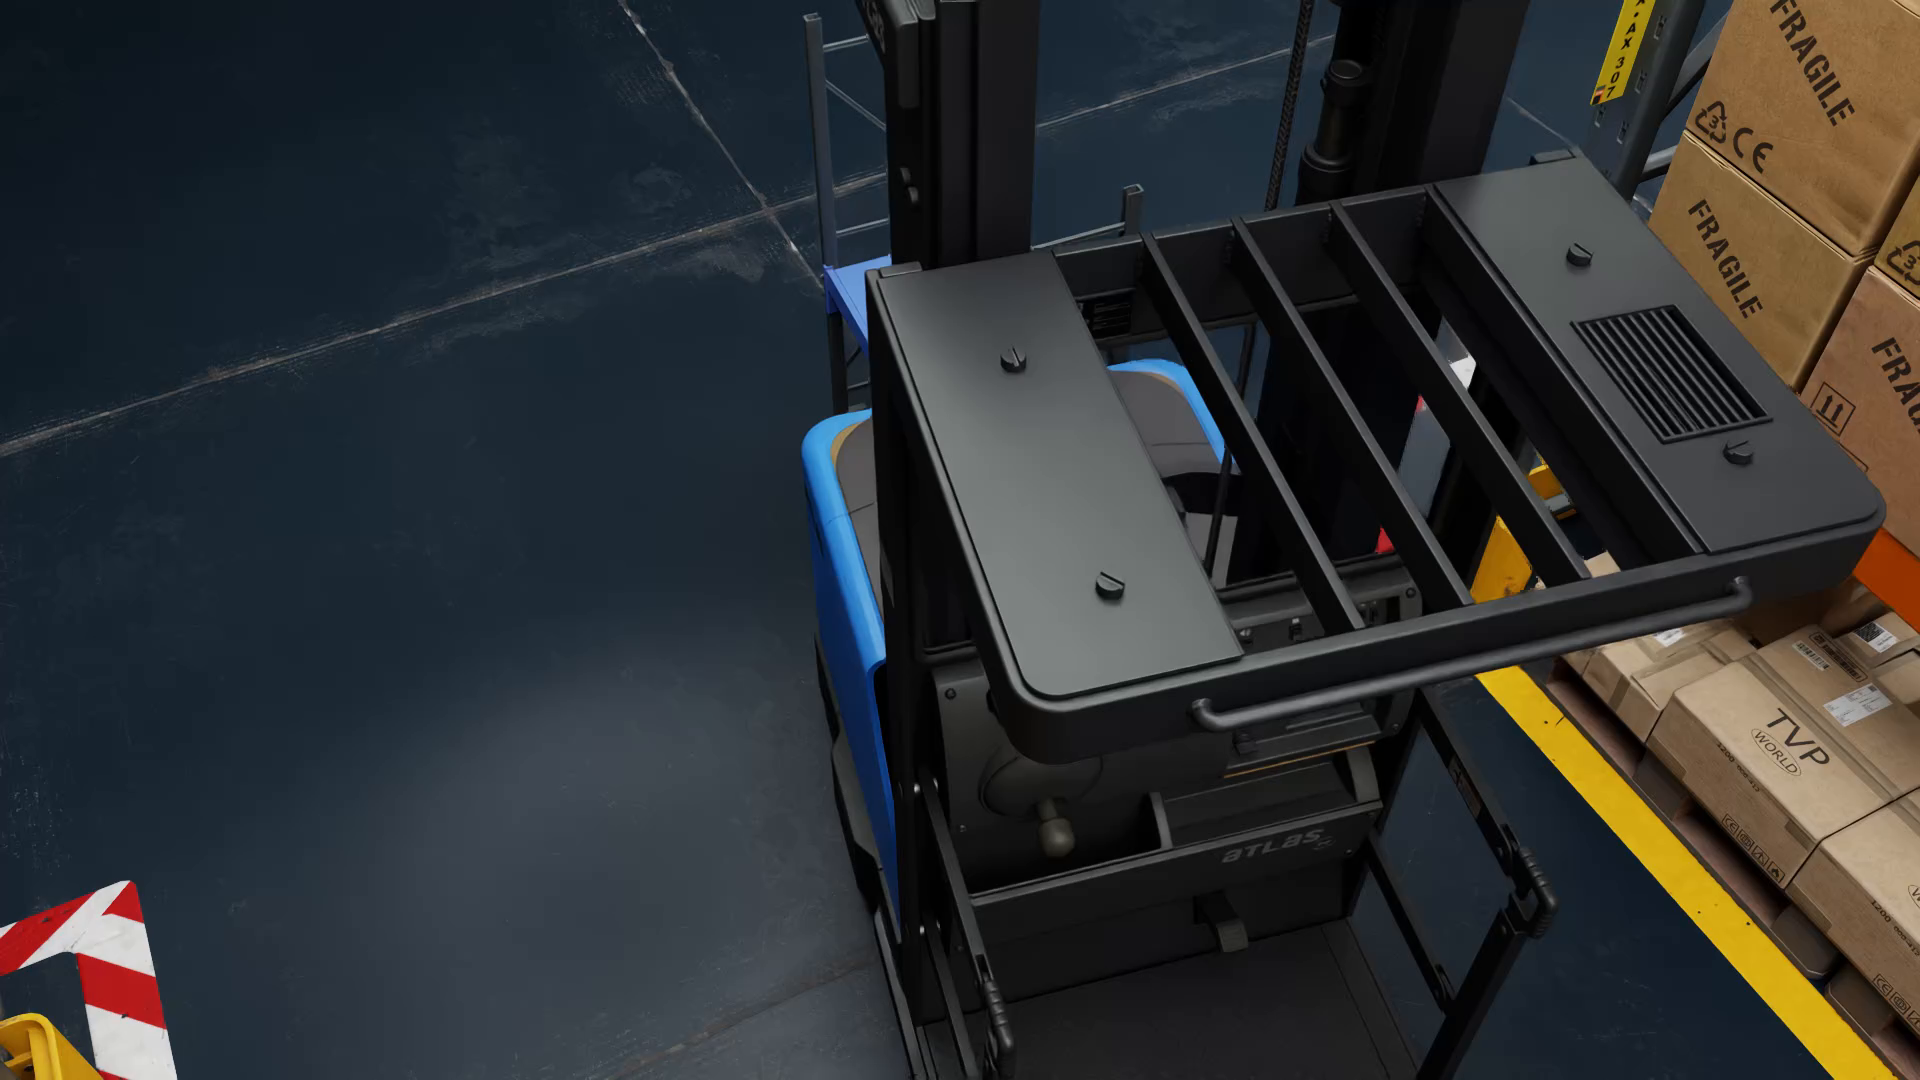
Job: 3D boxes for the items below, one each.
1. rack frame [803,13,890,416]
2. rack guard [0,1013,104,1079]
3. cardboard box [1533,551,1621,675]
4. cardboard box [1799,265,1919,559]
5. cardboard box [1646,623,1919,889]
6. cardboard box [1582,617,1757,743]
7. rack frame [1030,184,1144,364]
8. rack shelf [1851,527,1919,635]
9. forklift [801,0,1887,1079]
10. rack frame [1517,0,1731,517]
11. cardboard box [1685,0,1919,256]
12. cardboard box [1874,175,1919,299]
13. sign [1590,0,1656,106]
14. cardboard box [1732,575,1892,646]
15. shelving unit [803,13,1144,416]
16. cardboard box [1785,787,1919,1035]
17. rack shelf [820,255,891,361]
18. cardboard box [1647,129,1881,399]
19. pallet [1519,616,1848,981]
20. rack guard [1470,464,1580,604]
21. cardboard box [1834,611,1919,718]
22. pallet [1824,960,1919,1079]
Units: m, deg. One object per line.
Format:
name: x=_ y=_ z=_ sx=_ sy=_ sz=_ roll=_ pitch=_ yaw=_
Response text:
rack frame: x=-0.190 y=-0.986 z=5.116 sx=0.500 sy=1.500 sz=0.032 roll=-18 pitch=51 yaw=-15
rack guard: x=-2.464 y=1.509 z=3.598 sx=1.175 sy=0.500 sz=0.348 roll=-21 pitch=52 yaw=-18
cardboard box: x=1.836 y=0.185 z=4.697 sx=0.380 sy=0.149 sz=0.250 roll=-21 pitch=52 yaw=-18
cardboard box: x=2.160 y=-0.309 z=3.461 sx=0.500 sy=0.500 sz=0.500 roll=-22 pitch=52 yaw=-18
cardboard box: x=2.176 y=0.550 z=4.311 sx=0.500 sy=0.250 sz=0.500 roll=-21 pitch=52 yaw=-18
cardboard box: x=1.951 y=0.347 z=4.544 sx=0.380 sy=0.166 sz=0.250 roll=-21 pitch=52 yaw=-18
rack frame: x=0.207 y=-0.281 z=4.500 sx=0.500 sy=1.500 sz=0.032 roll=-18 pitch=51 yaw=-15
rack shelf: x=2.866 y=0.568 z=3.238 sx=1.077 sy=0.370 sz=4.000 roll=-21 pitch=52 yaw=-18
forklift: x=0.472 y=0.425 z=2.931 sx=1.130 sy=2.935 sz=3.031 roll=-12 pitch=50 yaw=-10
rack frame: x=1.950 y=-1.007 z=4.138 sx=1.000 sy=3.000 sz=0.127 roll=-21 pitch=52 yaw=-18
cardboard box: x=1.919 y=-0.981 z=3.385 sx=0.500 sy=0.500 sz=0.500 roll=-20 pitch=52 yaw=-16
cardboard box: x=2.165 y=-0.634 z=3.081 sx=0.500 sy=0.500 sz=0.500 roll=-21 pitch=52 yaw=-17
sign: x=1.468 y=-1.105 z=3.649 sx=0.100 sy=0.325 sz=0.005 roll=-21 pitch=52 yaw=-18
cardboard box: x=2.418 y=-0.050 z=4.669 sx=0.500 sy=0.500 sz=0.500 roll=-21 pitch=52 yaw=-18
shelving unit: x=0.009 y=-0.634 z=4.808 sx=0.538 sy=1.500 sz=1.048 roll=-18 pitch=51 yaw=-15
cardboard box: x=2.405 y=0.884 z=4.018 sx=0.500 sy=0.250 sz=0.500 roll=-21 pitch=52 yaw=-18
rack shelf: x=0.009 y=-0.515 z=4.943 sx=0.538 sy=0.185 sz=1.000 roll=-18 pitch=51 yaw=-15
cardboard box: x=1.919 y=-0.652 z=3.761 sx=0.500 sy=0.500 sz=0.500 roll=-20 pitch=52 yaw=-17
pallet: x=2.351 y=0.495 z=4.677 sx=1.003 sy=0.211 sz=1.213 roll=-21 pitch=52 yaw=-18
rack guard: x=1.985 y=-0.133 z=5.034 sx=1.175 sy=0.500 sz=0.348 roll=-21 pitch=52 yaw=-18
cardboard box: x=2.523 y=0.362 z=4.531 sx=0.380 sy=0.166 sz=0.250 roll=-21 pitch=52 yaw=-18
pallet: x=2.905 y=1.311 z=3.964 sx=1.003 sy=0.211 sz=1.213 roll=-21 pitch=52 yaw=-18
